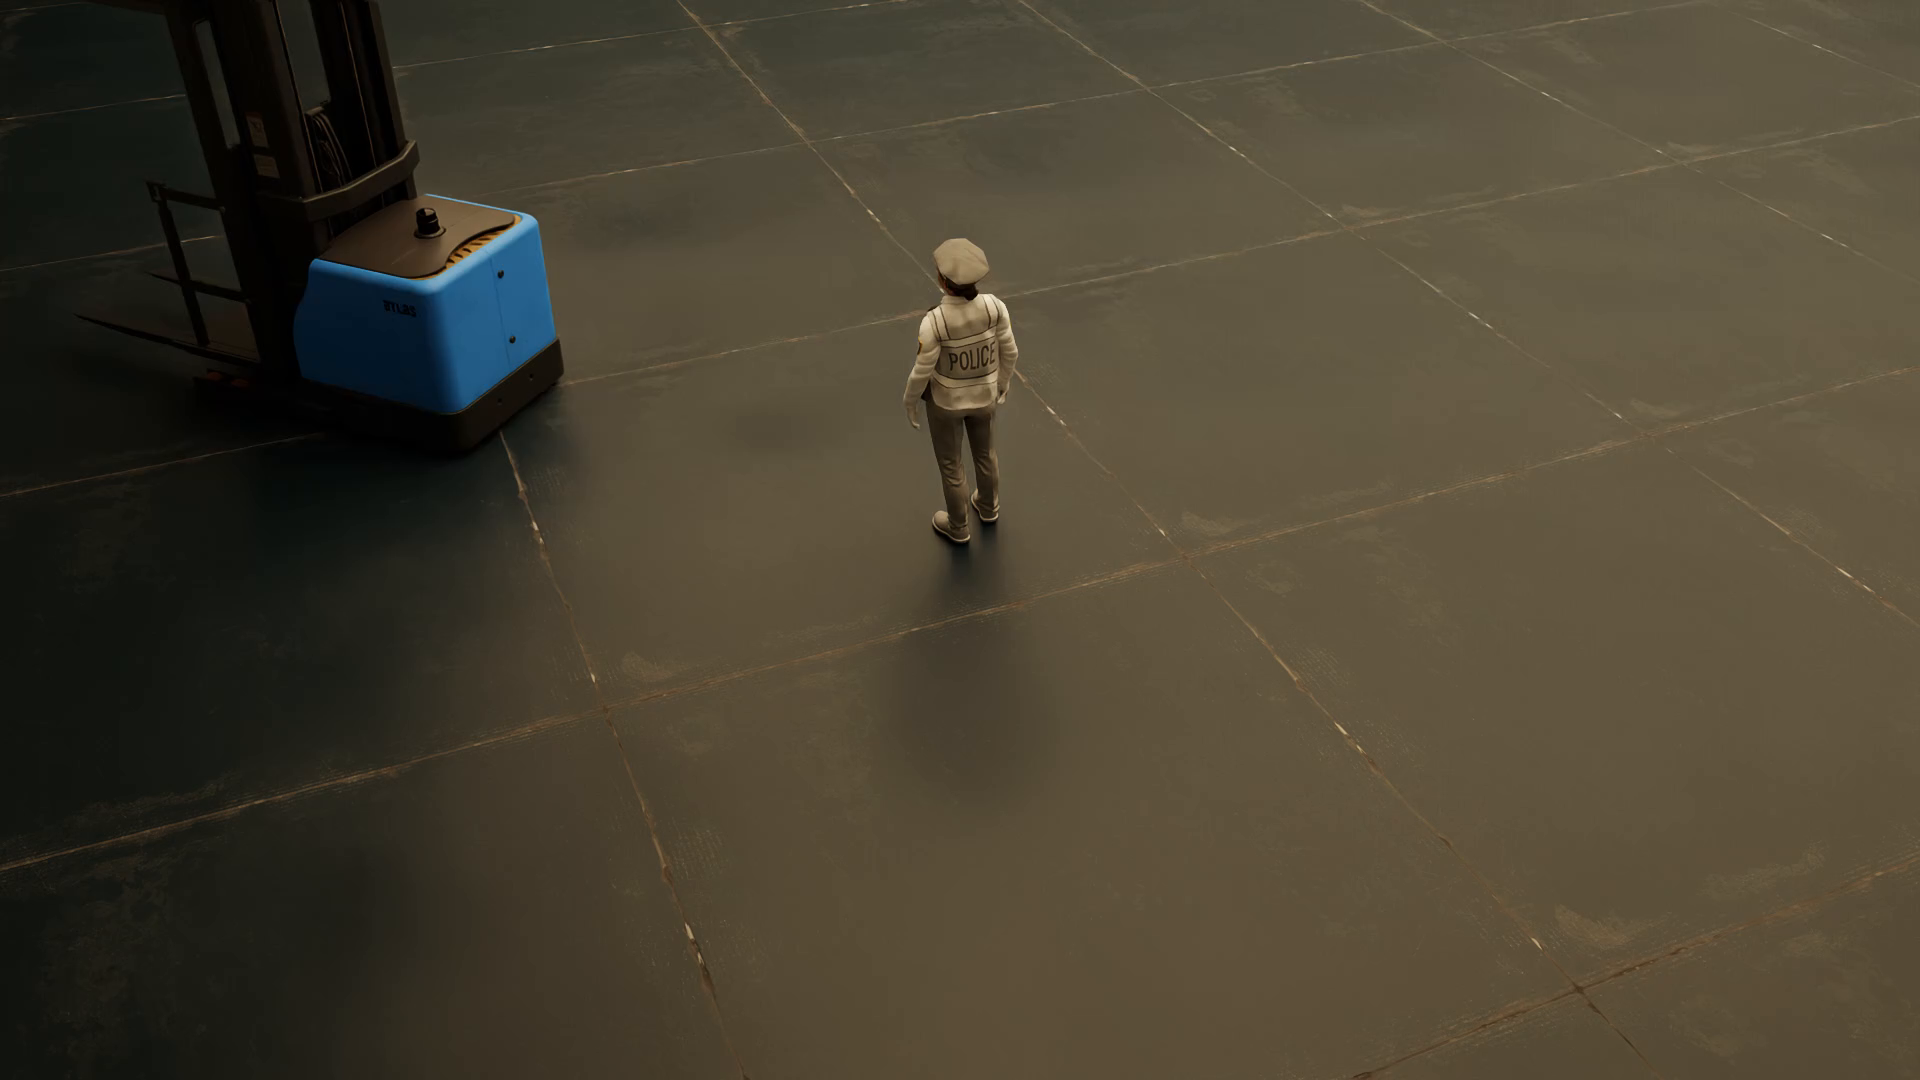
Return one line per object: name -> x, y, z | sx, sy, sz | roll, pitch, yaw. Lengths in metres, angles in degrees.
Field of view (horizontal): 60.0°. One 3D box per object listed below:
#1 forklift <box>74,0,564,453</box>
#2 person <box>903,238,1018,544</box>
forklift -> -3.922, -2.233, 9.239 | 3.031, 2.935, 1.130 | 14, 38, 19
person -> -0.020, -0.734, 8.186 | 0.586, 1.694, 0.531 | -14, 38, -19
